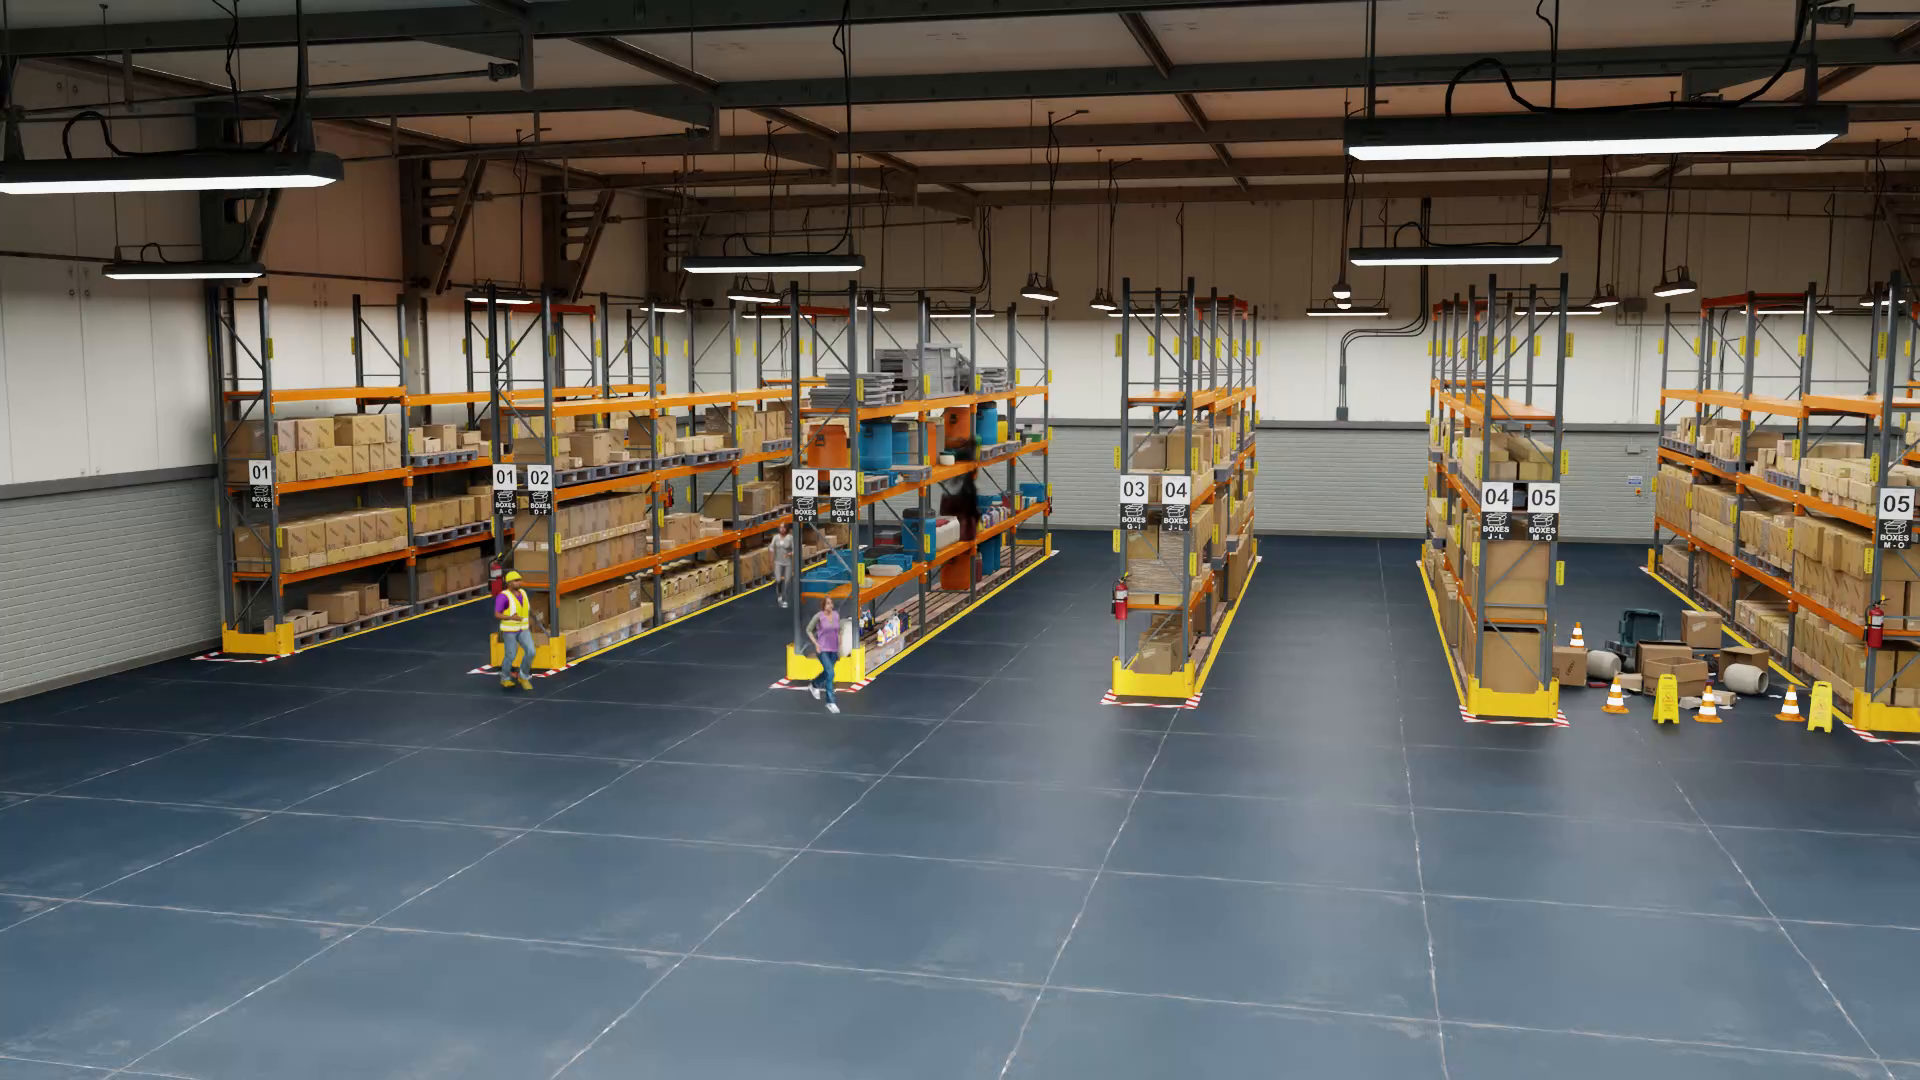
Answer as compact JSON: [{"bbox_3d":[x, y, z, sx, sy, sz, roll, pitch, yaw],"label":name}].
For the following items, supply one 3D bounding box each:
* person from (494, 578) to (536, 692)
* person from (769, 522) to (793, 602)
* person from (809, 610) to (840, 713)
[{"bbox_3d":[-6.507,1.364,24.334,0.730,1.751,0.681,6,9,42],"label":"person"},{"bbox_3d":[-3.233,0.421,30.248,0.524,1.501,0.554,0,7,0],"label":"person"},{"bbox_3d":[-1.886,1.664,23.186,0.345,1.405,0.759,-5,8,-37],"label":"person"}]
